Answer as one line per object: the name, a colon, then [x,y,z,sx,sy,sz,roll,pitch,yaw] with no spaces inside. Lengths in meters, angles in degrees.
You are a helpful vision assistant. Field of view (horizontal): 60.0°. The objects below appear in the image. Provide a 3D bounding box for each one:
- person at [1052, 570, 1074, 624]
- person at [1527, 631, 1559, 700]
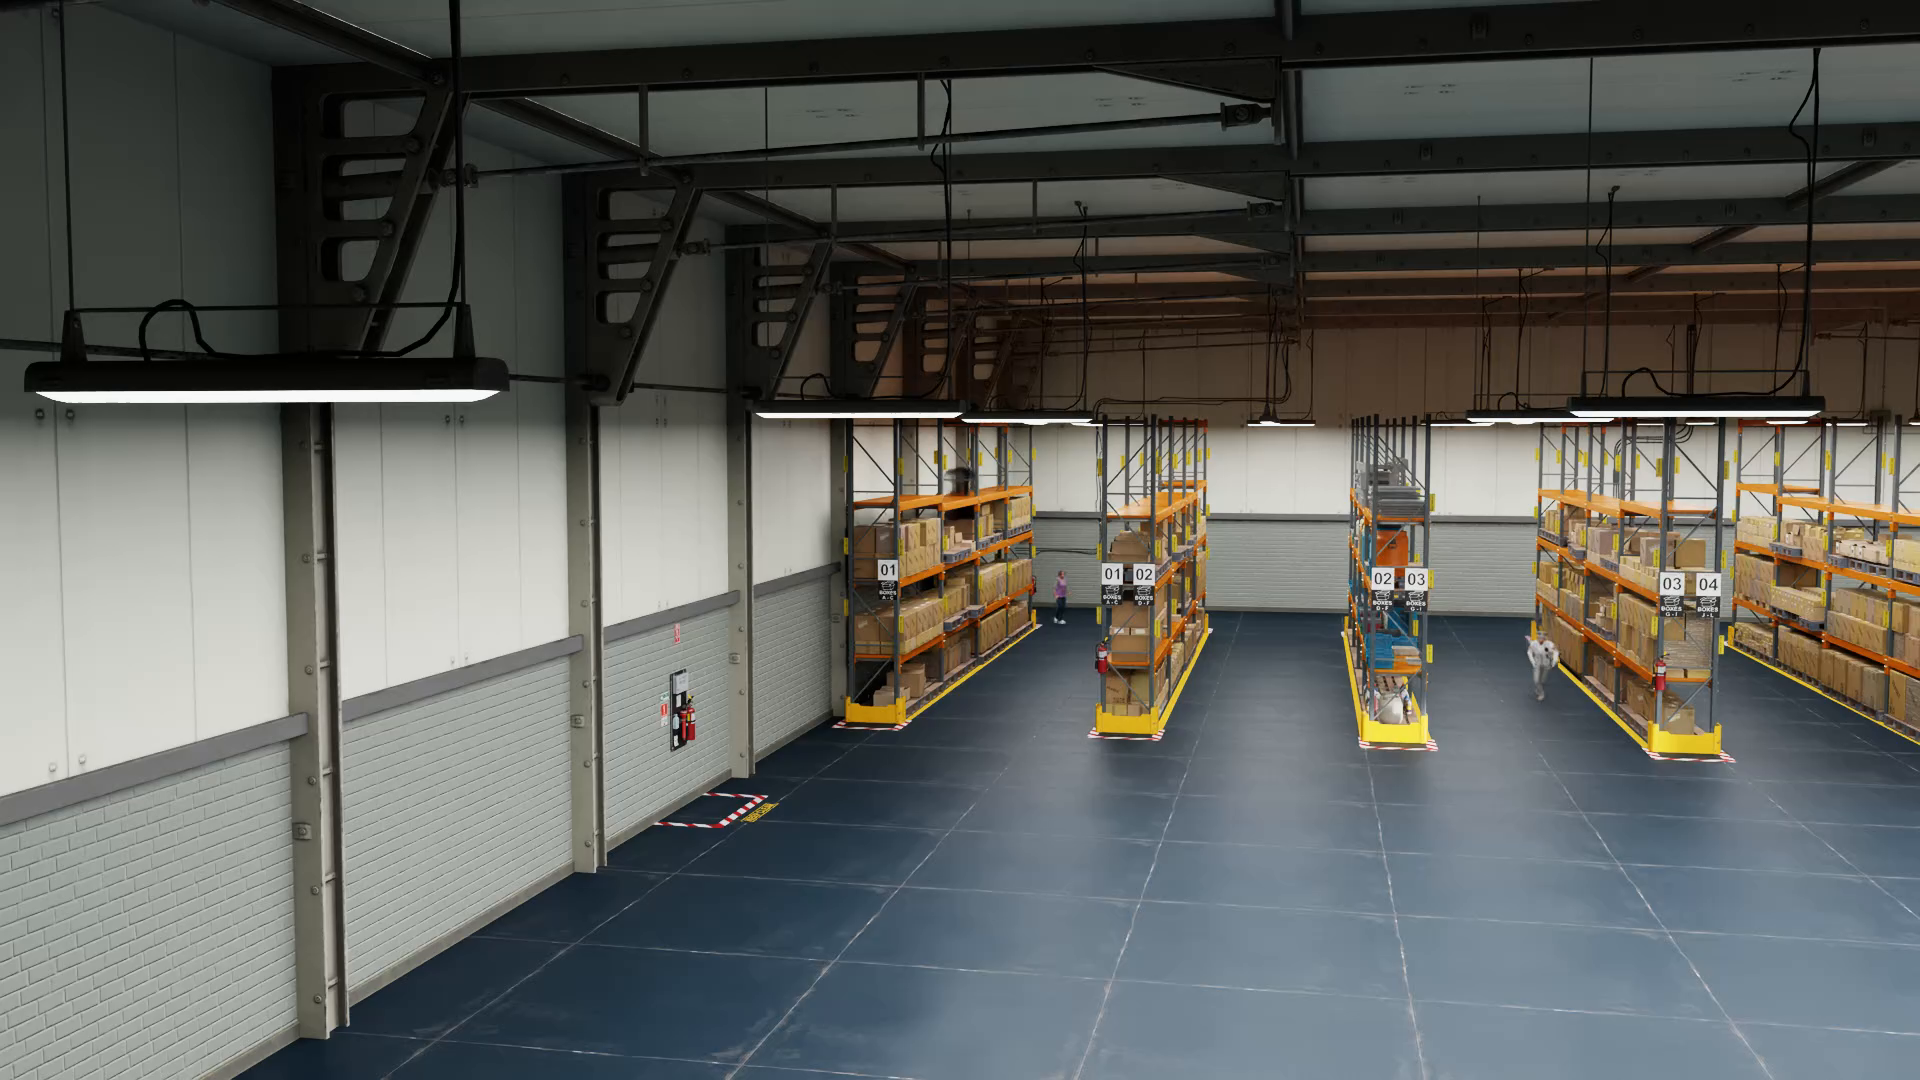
person: [2.980,1.672,48.666,0.585,1.578,0.485,-3,5,-37]
person: [12.323,2.643,35.137,0.632,1.496,0.867,1,4,21]
